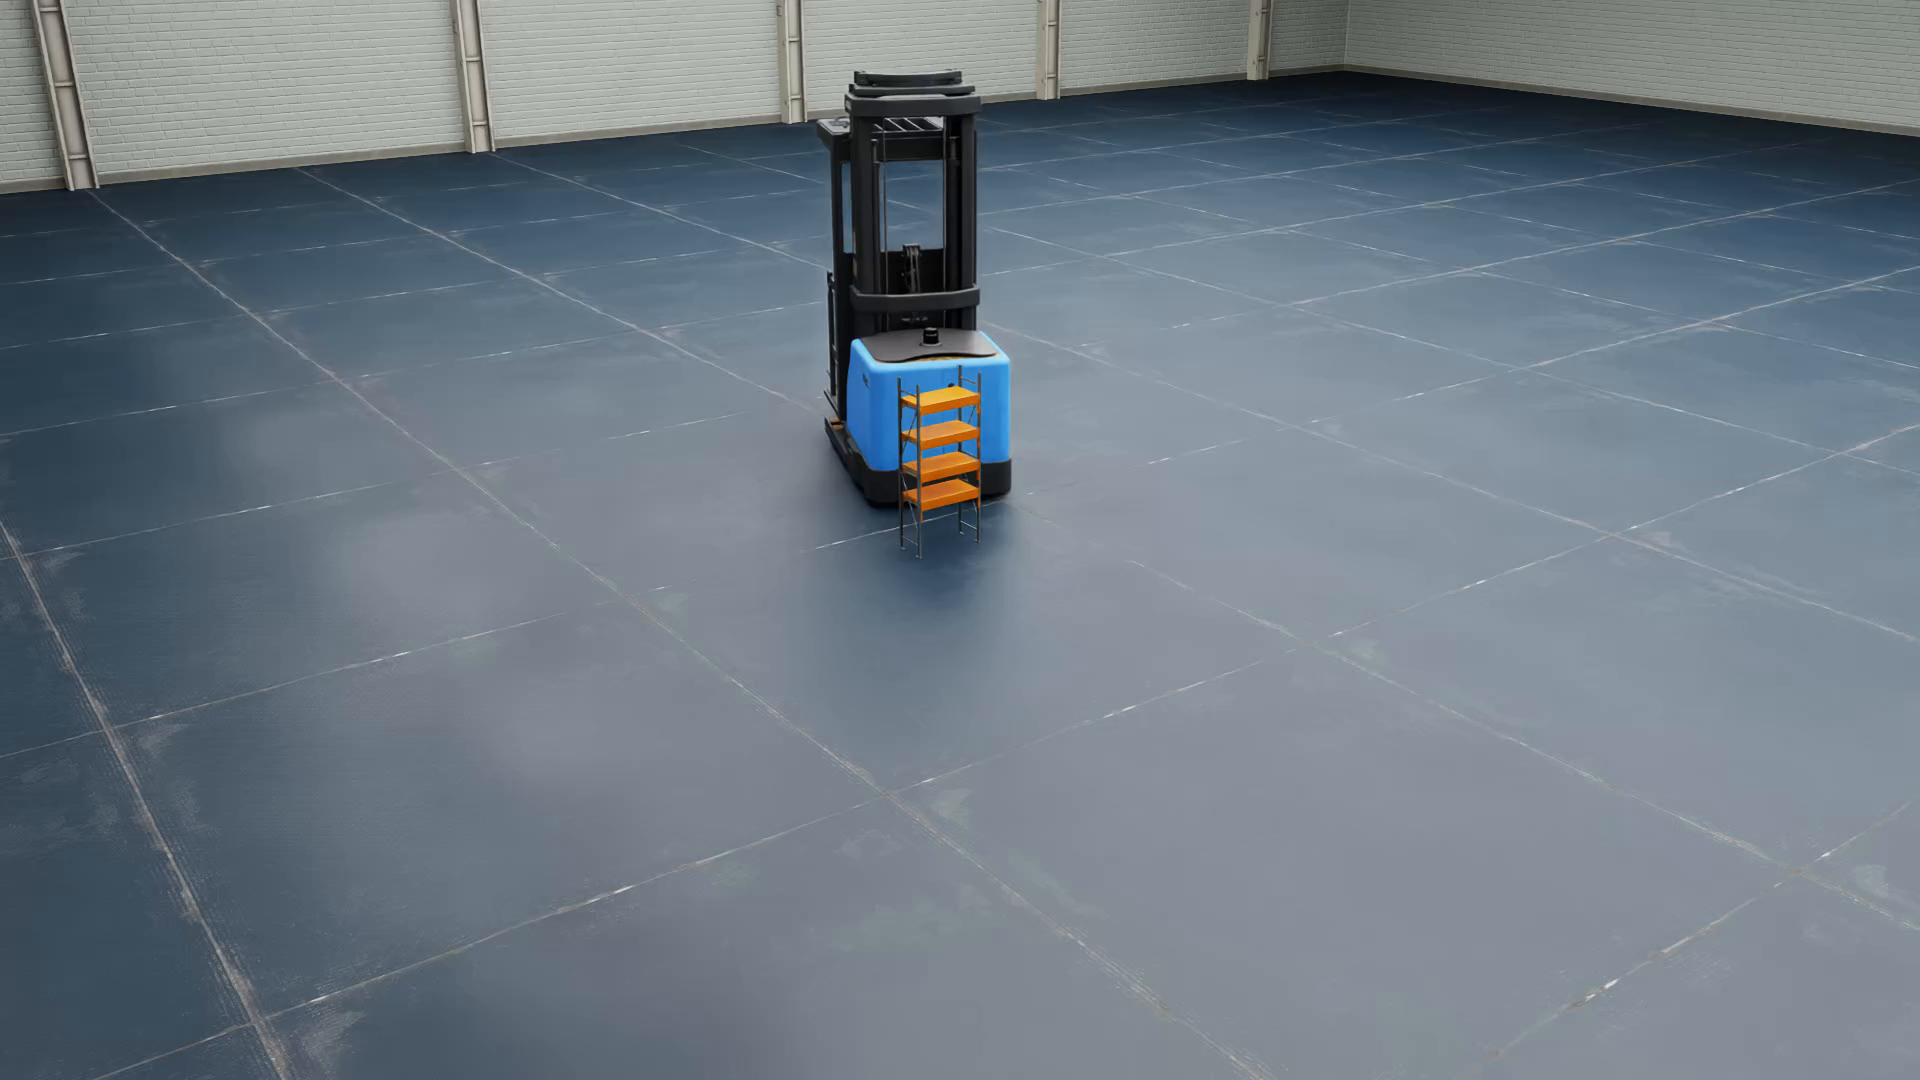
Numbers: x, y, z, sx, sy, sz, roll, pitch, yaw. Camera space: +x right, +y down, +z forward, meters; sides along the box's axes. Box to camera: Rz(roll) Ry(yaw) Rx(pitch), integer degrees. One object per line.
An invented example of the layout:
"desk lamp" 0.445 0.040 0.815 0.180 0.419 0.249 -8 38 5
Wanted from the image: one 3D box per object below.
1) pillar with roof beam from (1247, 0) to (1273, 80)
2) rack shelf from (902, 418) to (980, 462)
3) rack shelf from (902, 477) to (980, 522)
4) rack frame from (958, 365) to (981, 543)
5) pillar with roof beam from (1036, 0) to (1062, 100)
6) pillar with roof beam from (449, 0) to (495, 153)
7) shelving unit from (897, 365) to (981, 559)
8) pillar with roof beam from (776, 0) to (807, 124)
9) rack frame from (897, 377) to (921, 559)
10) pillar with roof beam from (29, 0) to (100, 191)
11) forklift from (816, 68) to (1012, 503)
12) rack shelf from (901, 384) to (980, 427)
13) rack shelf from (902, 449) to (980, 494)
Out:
"pillar with roof beam" 9.182 -13.227 32.403 0.400 9.000 9.100 -15 26 -33
"rack shelf" -0.134 -0.667 11.026 0.480 0.148 0.258 -15 26 -33
"rack shelf" -0.134 -0.275 11.183 0.480 0.148 0.258 -15 26 -33
"rack frame" 0.064 -0.574 11.217 0.015 1.200 0.240 -15 26 -33
"pillar with roof beam" 4.311 -11.929 29.148 0.400 9.000 9.100 -15 26 -33
"pillar with roof beam" -5.430 -9.331 22.639 0.400 9.000 9.100 -15 26 -33
"shelving unit" -0.134 -0.521 11.084 0.503 1.200 0.258 -15 26 -33
"pillar with roof beam" -0.559 -10.630 25.893 0.400 9.000 9.100 -15 26 -33
"rack frame" -0.332 -0.469 10.952 0.015 1.200 0.240 -15 26 -33
"pillar with roof beam" -10.300 -8.033 19.384 0.400 9.000 9.100 -15 26 -33
"forklift" -0.472 -2.141 12.807 1.130 2.935 3.031 -5 22 -13
"rack shelf" -0.134 -0.886 10.939 0.480 0.148 0.258 -15 26 -33
"rack shelf" -0.134 -0.459 11.109 0.480 0.148 0.258 -15 26 -33
